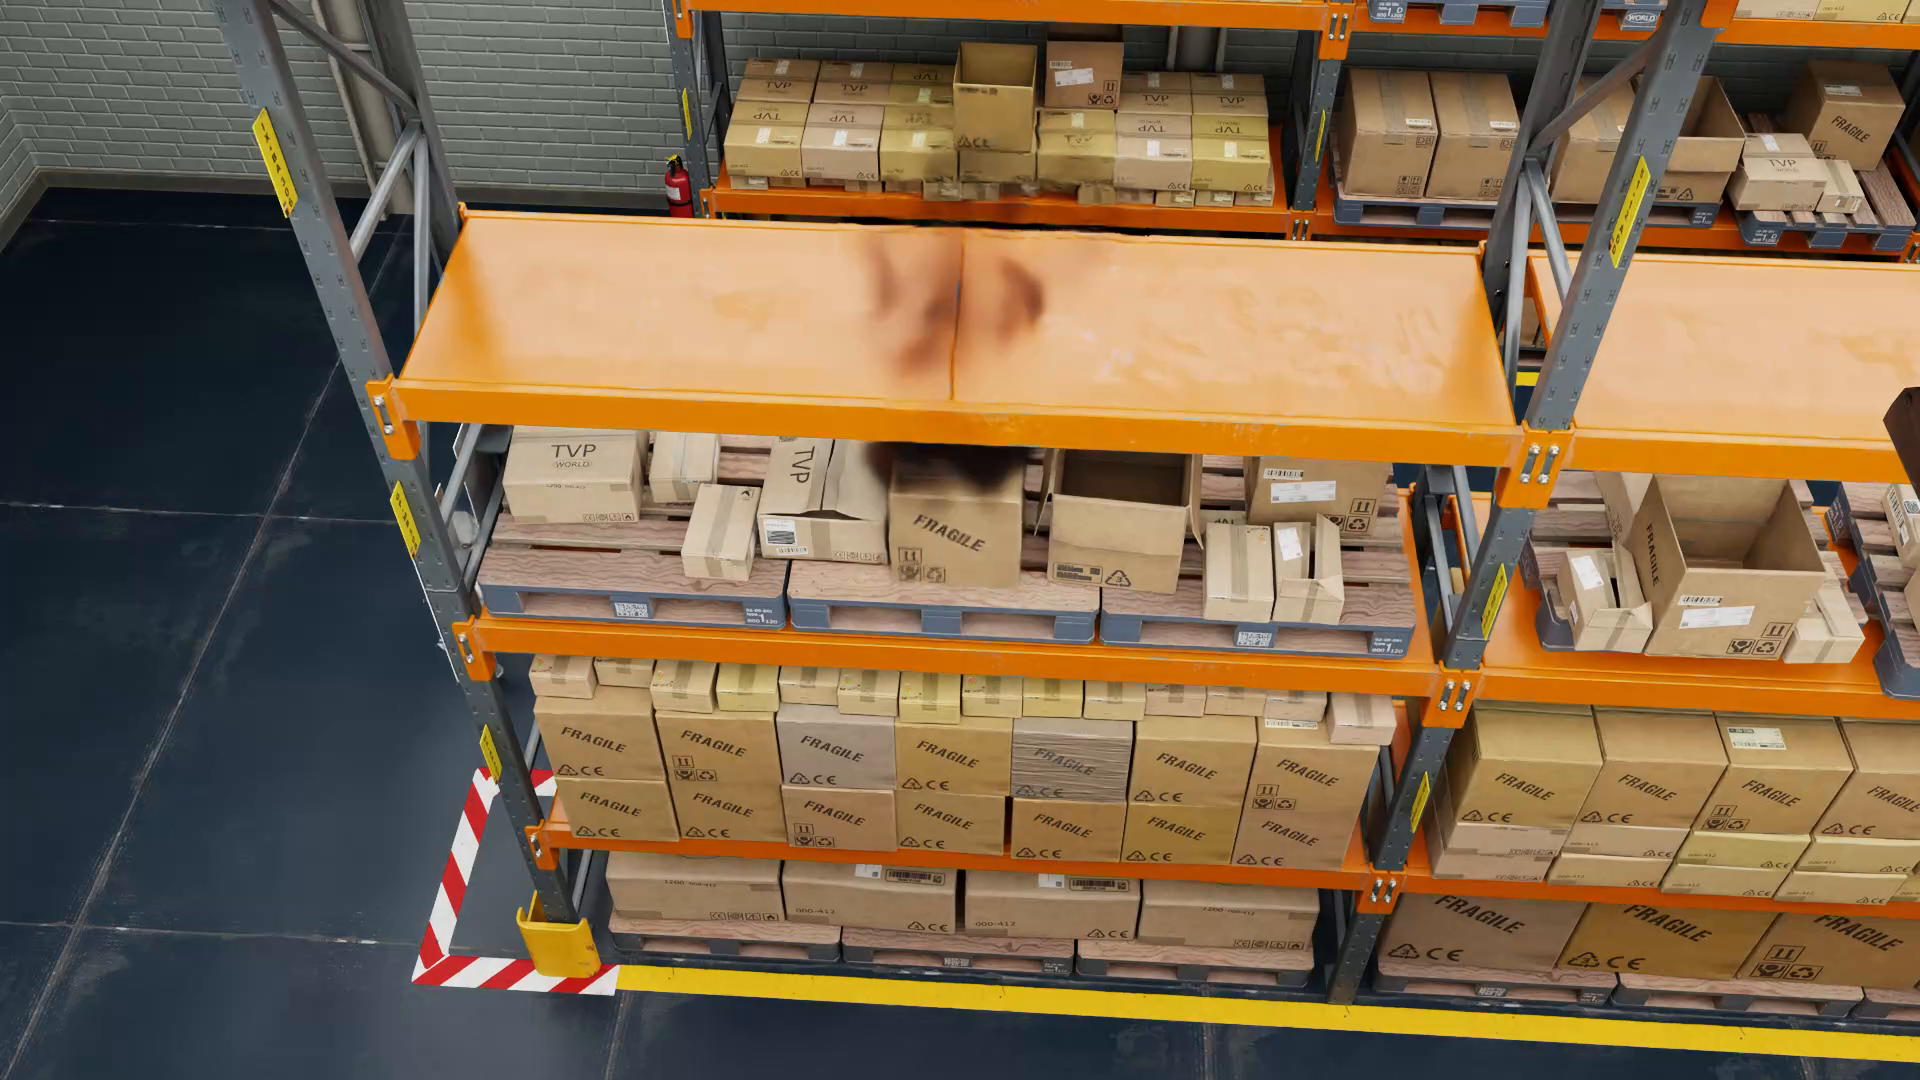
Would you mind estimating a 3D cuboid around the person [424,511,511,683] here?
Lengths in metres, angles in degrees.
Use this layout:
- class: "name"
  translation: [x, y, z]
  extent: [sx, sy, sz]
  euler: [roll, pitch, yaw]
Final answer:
- class: "person"
  translation: [-2.702, 0.405, 9.282]
  extent: [0.501, 1.637, 0.663]
  euler: [-20, 51, -17]
